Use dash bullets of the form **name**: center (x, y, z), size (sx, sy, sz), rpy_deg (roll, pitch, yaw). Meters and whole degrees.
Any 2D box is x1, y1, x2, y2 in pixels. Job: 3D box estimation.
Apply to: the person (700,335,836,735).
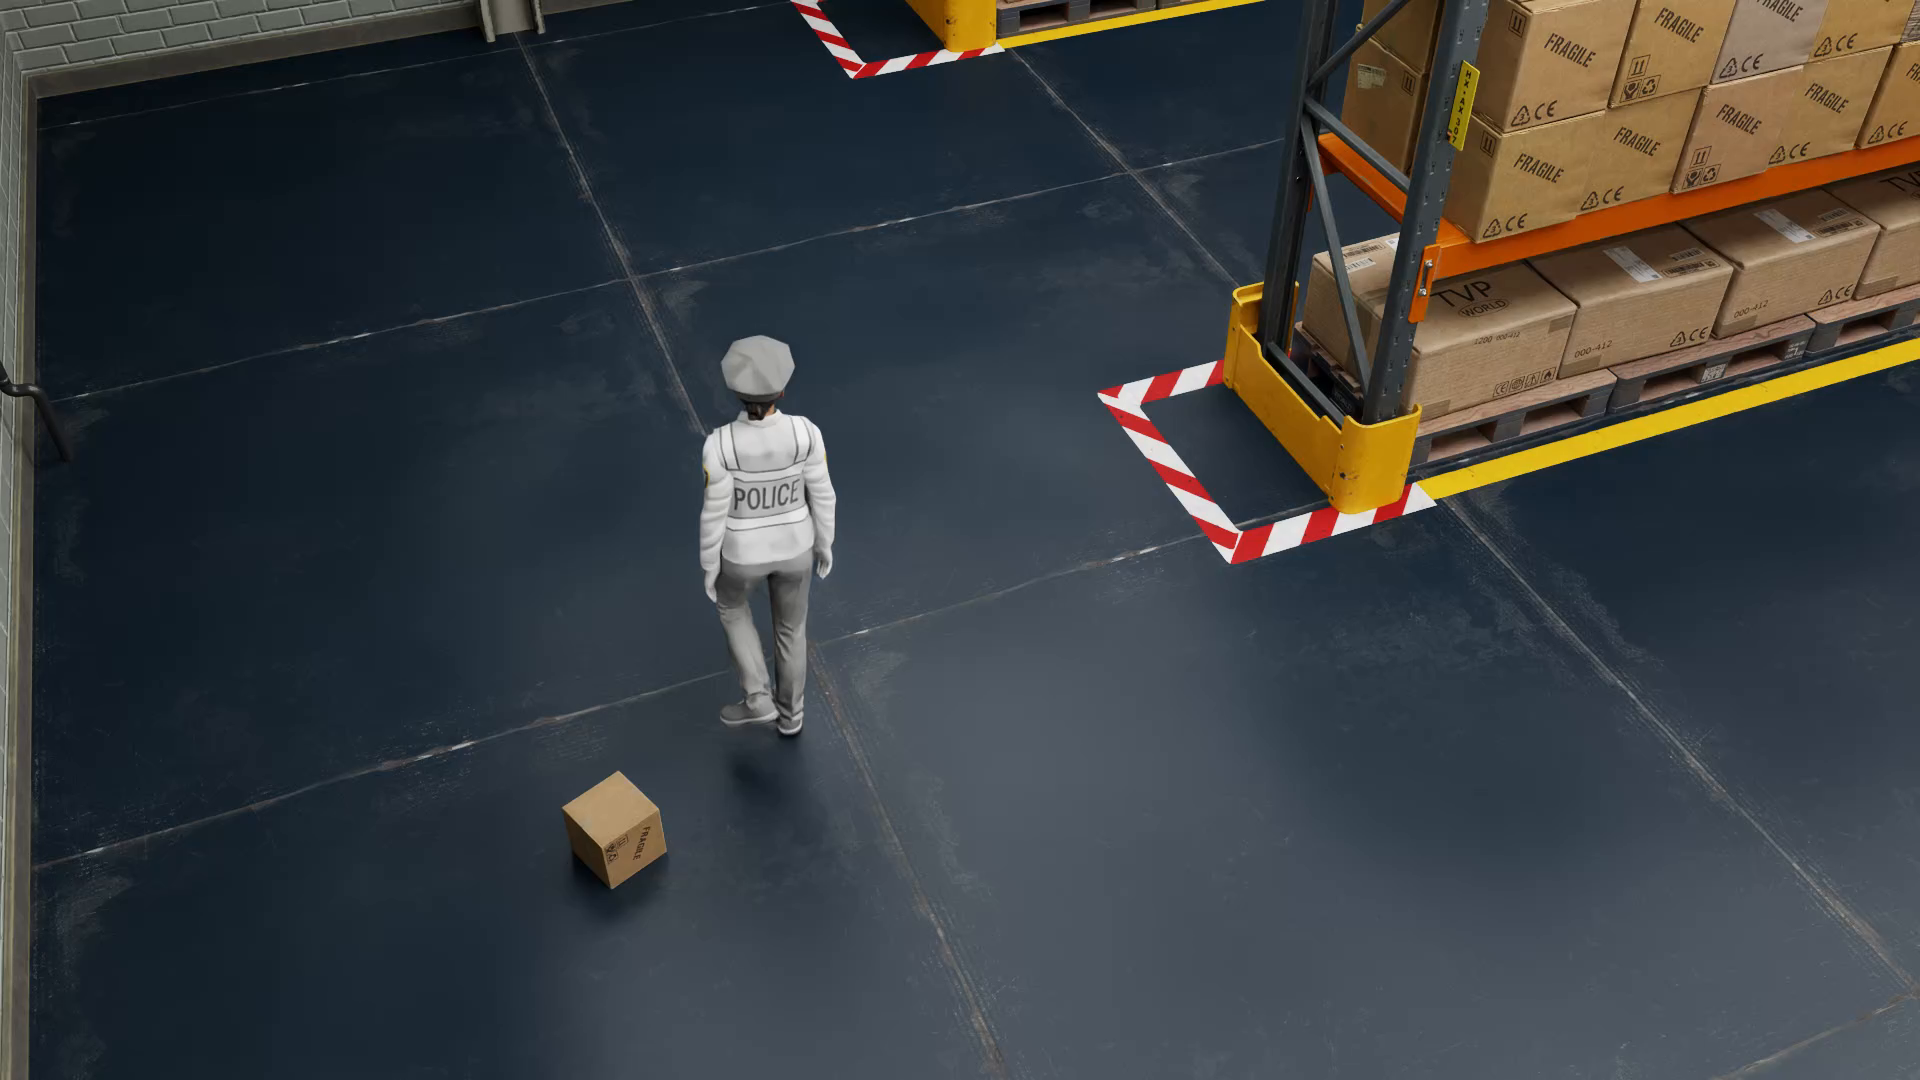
- **person**: center (-0.695, 0.057, 6.070), size (0.526, 1.669, 0.466), rpy_deg (-10, 43, -11)
